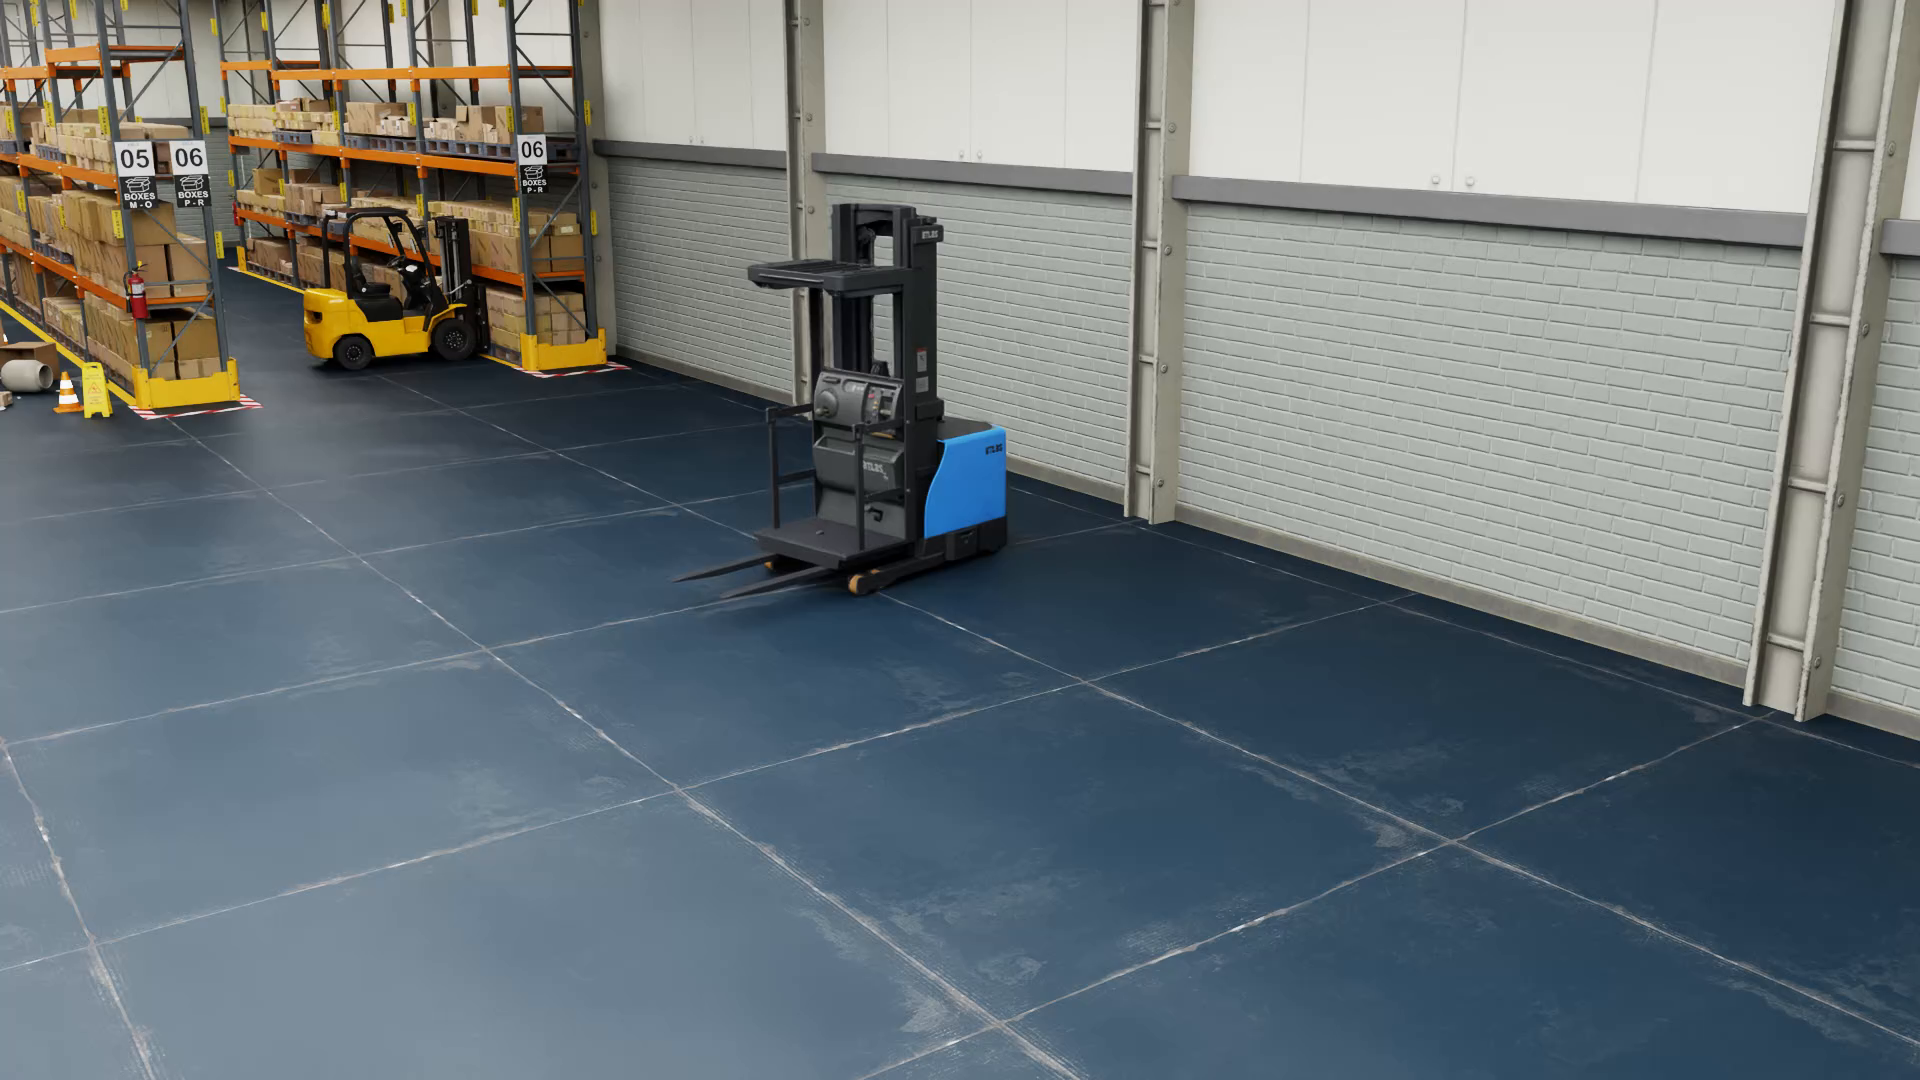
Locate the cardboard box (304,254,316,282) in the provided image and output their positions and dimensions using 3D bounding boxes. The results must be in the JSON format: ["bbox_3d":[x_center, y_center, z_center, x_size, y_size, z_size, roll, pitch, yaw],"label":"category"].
[{"bbox_3d":[-12.254,-5.236,31.965,0.500,0.500,0.500,-11,19,-35],"label":"cardboard box"}]

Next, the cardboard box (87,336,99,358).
[{"bbox_3d":[-11.858,-2.719,23.240,0.500,0.250,0.500,-12,19,-37],"label":"cardboard box"}]

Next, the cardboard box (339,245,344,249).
[{"bbox_3d":[-11.747,-5.609,32.099,0.380,0.149,0.250,-12,19,-37],"label":"cardboard box"}]

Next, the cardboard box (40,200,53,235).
[{"bbox_3d":[-13.632,-4.904,25.263,0.500,0.500,0.500,-10,18,-34],"label":"cardboard box"}]

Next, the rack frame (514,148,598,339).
[{"bbox_3d":[-5.622,-3.927,23.243,1.000,3.000,0.127,-11,19,-35],"label":"rack frame"}]

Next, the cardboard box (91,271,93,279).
[{"bbox_3d":[-11.573,-3.616,22.581,0.380,0.149,0.250,-10,18,-33],"label":"cardboard box"}]

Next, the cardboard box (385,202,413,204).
[{"bbox_3d":[-9.378,-5.568,27.821,0.380,0.149,0.250,-11,19,-35],"label":"cardboard box"}]

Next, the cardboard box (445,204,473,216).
[{"bbox_3d":[-7.574,-5.006,25.203,0.380,0.149,0.250,-10,18,-33],"label":"cardboard box"}]

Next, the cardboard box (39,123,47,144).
[{"bbox_3d":[-13.419,-6.040,25.083,0.797,0.503,0.637,-11,19,-35],"label":"cardboard box"}]

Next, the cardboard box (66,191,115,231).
[{"bbox_3d":[-11.621,-4.444,22.484,0.700,0.500,0.500,-11,19,-34],"label":"cardboard box"}]

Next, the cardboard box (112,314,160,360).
[{"bbox_3d":[-10.627,-2.636,21.516,0.500,0.500,0.500,-10,18,-33],"label":"cardboard box"}]

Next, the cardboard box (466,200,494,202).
[{"bbox_3d":[-7.542,-5.265,26.148,0.380,0.149,0.250,-11,19,-34],"label":"cardboard box"}]

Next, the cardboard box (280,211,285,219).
[{"bbox_3d":[-13.240,-6.450,32.935,0.380,0.149,0.250,-10,18,-33],"label":"cardboard box"}]

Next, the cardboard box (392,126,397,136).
[{"bbox_3d":[-8.866,-6.545,26.618,0.380,0.149,0.250,-11,19,-35],"label":"cardboard box"}]

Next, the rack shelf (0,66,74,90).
[{"bbox_3d":[-15.515,-7.645,27.583,1.077,0.370,4.000,-11,19,-35],"label":"rack shelf"}]

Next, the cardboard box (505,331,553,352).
[{"bbox_3d":[-6.154,-2.855,23.738,0.500,0.250,0.500,-11,19,-34],"label":"cardboard box"}]

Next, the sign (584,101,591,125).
[{"bbox_3d":[-5.170,-5.919,23.031,0.100,0.325,0.005,-11,19,-35],"label":"sign"}]

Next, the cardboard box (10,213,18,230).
[{"bbox_3d":[-15.451,-5.312,27.640,0.500,0.250,0.500,-11,19,-36],"label":"cardboard box"}]

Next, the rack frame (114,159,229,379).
[{"bbox_3d":[-9.635,-3.156,20.425,1.000,3.000,0.127,-11,19,-35],"label":"rack frame"}]

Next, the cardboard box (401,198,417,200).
[{"bbox_3d":[-9.423,-5.814,28.717,0.380,0.149,0.250,-11,19,-36],"label":"cardboard box"}]

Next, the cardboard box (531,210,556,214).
[{"bbox_3d":[-5.940,-4.652,23.909,0.380,0.149,0.250,-10,18,-33],"label":"cardboard box"}]

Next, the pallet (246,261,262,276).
[{"bbox_3d":[-14.516,-5.812,35.413,1.003,0.211,1.213,-11,19,-35],"label":"pallet"}]

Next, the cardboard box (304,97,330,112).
[{"bbox_3d":[-12.260,-8.303,31.692,0.396,0.266,0.258,-11,19,-35],"label":"cardboard box"}]

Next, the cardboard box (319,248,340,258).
[{"bbox_3d":[-11.864,-5.412,31.380,0.380,0.149,0.250,-10,18,-33],"label":"cardboard box"}]

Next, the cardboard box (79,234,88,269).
[{"bbox_3d":[-11.640,-3.961,22.613,0.500,0.500,0.500,-11,19,-35],"label":"cardboard box"}]

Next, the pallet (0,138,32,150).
[{"bbox_3d":[-15.420,-6.588,27.638,1.003,0.211,1.213,-10,18,-32],"label":"pallet"}]

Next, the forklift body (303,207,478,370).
[{"bbox_3d":[-8.213,-3.640,23.800,2.313,2.155,1.214,-11,19,-35],"label":"forklift body"}]

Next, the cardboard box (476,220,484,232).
[{"bbox_3d":[-6.827,-4.589,24.243,0.380,0.149,0.250,-11,19,-34],"label":"cardboard box"}]

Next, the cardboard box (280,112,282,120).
[{"bbox_3d":[-12.643,-8.032,31.485,0.380,0.149,0.250,-11,18,-34],"label":"cardboard box"}]

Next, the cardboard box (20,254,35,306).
[{"bbox_3d":[-15.724,-4.585,28.874,0.875,0.875,0.875,-10,18,-33],"label":"cardboard box"}]

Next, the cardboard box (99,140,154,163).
[{"bbox_3d":[-10.154,-4.741,20.256,0.500,0.250,0.500,-11,19,-35],"label":"cardboard box"}]

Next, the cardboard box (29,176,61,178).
[{"bbox_3d":[-15.915,-6.083,29.036,0.500,0.500,0.500,-10,18,-33],"label":"cardboard box"}]

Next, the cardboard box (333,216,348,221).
[{"bbox_3d":[-11.023,-5.798,29.757,0.380,0.149,0.250,-10,18,-34],"label":"cardboard box"}]

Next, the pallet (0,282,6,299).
[{"bbox_3d":[-17.796,-4.809,31.746,1.003,0.211,1.213,-11,19,-35],"label":"pallet"}]

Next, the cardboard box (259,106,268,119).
[{"bbox_3d":[-13.475,-8.426,32.772,0.500,0.250,0.500,-11,19,-35],"label":"cardboard box"}]

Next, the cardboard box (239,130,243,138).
[{"bbox_3d":[-14.655,-8.387,34.330,0.380,0.149,0.250,-10,18,-33],"label":"cardboard box"}]

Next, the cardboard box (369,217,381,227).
[{"bbox_3d":[-9.676,-5.450,28.144,0.500,0.250,0.500,-11,19,-36],"label":"cardboard box"}]

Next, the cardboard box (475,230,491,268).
[{"bbox_3d":[-6.723,-4.261,24.274,0.500,0.500,0.500,-11,19,-36],"label":"cardboard box"}]

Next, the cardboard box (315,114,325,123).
[{"bbox_3d":[-11.380,-7.597,29.934,0.380,0.149,0.250,-11,19,-36],"label":"cardboard box"}]

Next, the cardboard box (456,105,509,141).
[{"bbox_3d":[-6.914,-6.096,24.306,0.797,0.503,0.637,-10,18,-33],"label":"cardboard box"}]

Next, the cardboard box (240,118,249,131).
[{"bbox_3d":[-14.384,-8.508,34.018,0.500,0.250,0.500,-12,19,-36],"label":"cardboard box"}]

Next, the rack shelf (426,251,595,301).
[{"bbox_3d":[-6.798,-4.007,24.898,1.077,0.370,4.000,-11,19,-35],"label":"rack shelf"}]

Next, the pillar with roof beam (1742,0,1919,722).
[{"bbox_3d":[1.799,-2.598,7.020,9.100,9.000,0.400,-11,19,-35],"label":"pillar with roof beam"}]

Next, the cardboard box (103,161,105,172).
[{"bbox_3d":[-10.373,-4.624,20.584,0.380,0.149,0.250,-10,18,-33],"label":"cardboard box"}]

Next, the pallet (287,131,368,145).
[{"bbox_3d":[-11.739,-7.475,30.878,1.213,0.211,1.003,-11,19,-35],"label":"pallet"}]

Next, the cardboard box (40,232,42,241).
[{"bbox_3d":[-14.035,-4.716,25.806,0.380,0.149,0.250,-12,20,-38],"label":"cardboard box"}]

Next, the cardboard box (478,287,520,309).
[{"bbox_3d":[-6.755,-3.550,24.384,0.500,0.250,0.500,-11,19,-34],"label":"cardboard box"}]

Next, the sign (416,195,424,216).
[{"bbox_3d":[-8.407,-5.215,25.906,0.100,0.325,0.005,-11,19,-35],"label":"sign"}]

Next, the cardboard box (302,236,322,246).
[{"bbox_3d":[-12.491,-5.777,32.148,0.380,0.149,0.250,-12,19,-37],"label":"cardboard box"}]

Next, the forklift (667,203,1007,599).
[{"bbox_3d":[-0.961,-1.129,13.149,1.130,2.935,3.031,14,20,41],"label":"forklift"}]

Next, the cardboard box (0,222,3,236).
[{"bbox_3d":[-16.646,-5.511,29.314,0.500,0.250,0.500,-11,19,-36],"label":"cardboard box"}]

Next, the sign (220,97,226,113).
[{"bbox_3d":[-15.469,-9.128,34.907,0.100,0.325,0.005,-11,19,-35],"label":"sign"}]

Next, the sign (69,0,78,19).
[{"bbox_3d":[-13.906,-8.333,26.056,0.100,0.325,0.005,-11,19,-35],"label":"sign"}]

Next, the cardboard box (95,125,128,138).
[{"bbox_3d":[-10.736,-5.181,21.106,0.380,0.149,0.250,-12,19,-36],"label":"cardboard box"}]
